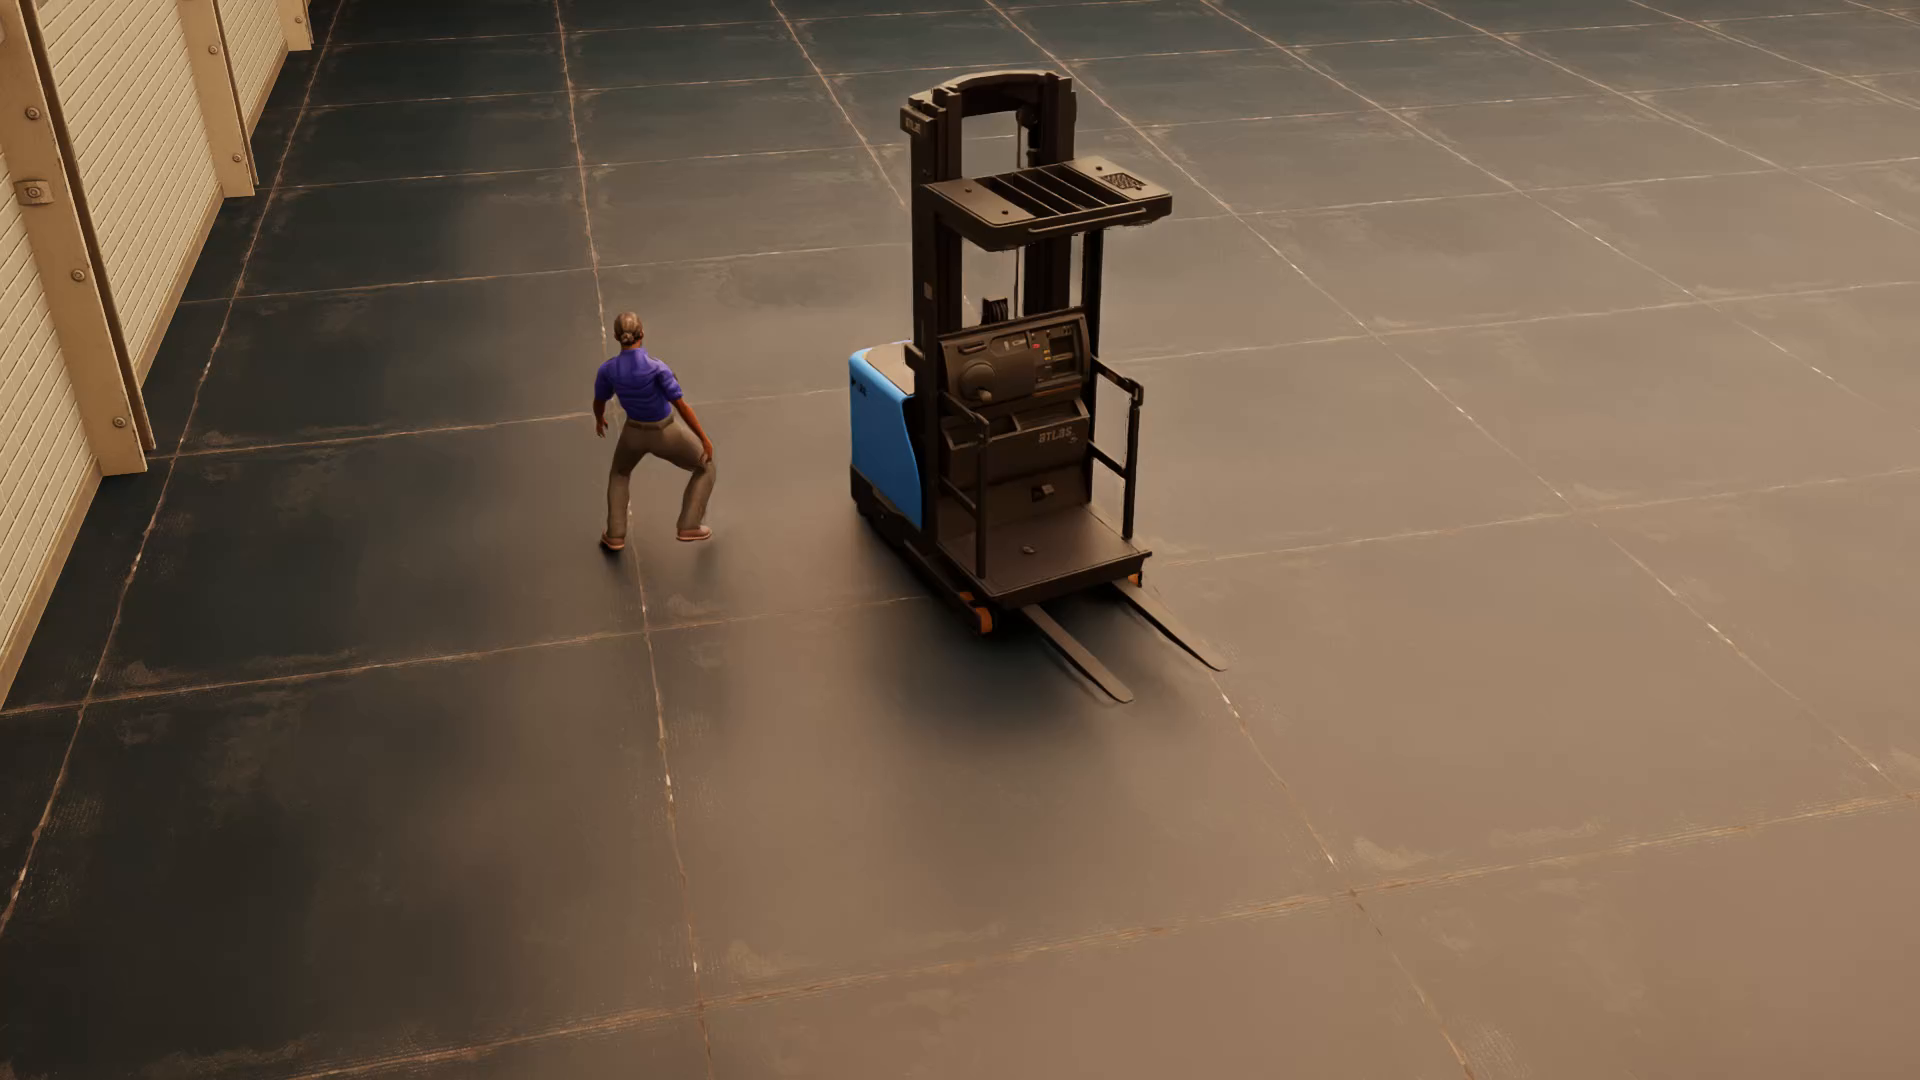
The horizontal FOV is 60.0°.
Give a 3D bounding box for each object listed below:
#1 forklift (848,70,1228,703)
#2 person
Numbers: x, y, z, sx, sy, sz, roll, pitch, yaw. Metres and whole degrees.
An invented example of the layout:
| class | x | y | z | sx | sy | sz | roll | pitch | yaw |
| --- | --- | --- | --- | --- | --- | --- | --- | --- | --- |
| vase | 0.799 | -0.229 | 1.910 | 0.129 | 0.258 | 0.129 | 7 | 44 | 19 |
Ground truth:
| class | x | y | z | sx | sy | sz | roll | pitch | yaw |
| --- | --- | --- | --- | --- | --- | --- | --- | --- | --- |
| forklift | 0.426 | -0.980 | 9.268 | 1.130 | 2.935 | 3.031 | -15 | 33 | -24 |
| person | -1.876 | -0.668 | 10.082 | 0.836 | 1.526 | 0.538 | 9 | 31 | 15 |
